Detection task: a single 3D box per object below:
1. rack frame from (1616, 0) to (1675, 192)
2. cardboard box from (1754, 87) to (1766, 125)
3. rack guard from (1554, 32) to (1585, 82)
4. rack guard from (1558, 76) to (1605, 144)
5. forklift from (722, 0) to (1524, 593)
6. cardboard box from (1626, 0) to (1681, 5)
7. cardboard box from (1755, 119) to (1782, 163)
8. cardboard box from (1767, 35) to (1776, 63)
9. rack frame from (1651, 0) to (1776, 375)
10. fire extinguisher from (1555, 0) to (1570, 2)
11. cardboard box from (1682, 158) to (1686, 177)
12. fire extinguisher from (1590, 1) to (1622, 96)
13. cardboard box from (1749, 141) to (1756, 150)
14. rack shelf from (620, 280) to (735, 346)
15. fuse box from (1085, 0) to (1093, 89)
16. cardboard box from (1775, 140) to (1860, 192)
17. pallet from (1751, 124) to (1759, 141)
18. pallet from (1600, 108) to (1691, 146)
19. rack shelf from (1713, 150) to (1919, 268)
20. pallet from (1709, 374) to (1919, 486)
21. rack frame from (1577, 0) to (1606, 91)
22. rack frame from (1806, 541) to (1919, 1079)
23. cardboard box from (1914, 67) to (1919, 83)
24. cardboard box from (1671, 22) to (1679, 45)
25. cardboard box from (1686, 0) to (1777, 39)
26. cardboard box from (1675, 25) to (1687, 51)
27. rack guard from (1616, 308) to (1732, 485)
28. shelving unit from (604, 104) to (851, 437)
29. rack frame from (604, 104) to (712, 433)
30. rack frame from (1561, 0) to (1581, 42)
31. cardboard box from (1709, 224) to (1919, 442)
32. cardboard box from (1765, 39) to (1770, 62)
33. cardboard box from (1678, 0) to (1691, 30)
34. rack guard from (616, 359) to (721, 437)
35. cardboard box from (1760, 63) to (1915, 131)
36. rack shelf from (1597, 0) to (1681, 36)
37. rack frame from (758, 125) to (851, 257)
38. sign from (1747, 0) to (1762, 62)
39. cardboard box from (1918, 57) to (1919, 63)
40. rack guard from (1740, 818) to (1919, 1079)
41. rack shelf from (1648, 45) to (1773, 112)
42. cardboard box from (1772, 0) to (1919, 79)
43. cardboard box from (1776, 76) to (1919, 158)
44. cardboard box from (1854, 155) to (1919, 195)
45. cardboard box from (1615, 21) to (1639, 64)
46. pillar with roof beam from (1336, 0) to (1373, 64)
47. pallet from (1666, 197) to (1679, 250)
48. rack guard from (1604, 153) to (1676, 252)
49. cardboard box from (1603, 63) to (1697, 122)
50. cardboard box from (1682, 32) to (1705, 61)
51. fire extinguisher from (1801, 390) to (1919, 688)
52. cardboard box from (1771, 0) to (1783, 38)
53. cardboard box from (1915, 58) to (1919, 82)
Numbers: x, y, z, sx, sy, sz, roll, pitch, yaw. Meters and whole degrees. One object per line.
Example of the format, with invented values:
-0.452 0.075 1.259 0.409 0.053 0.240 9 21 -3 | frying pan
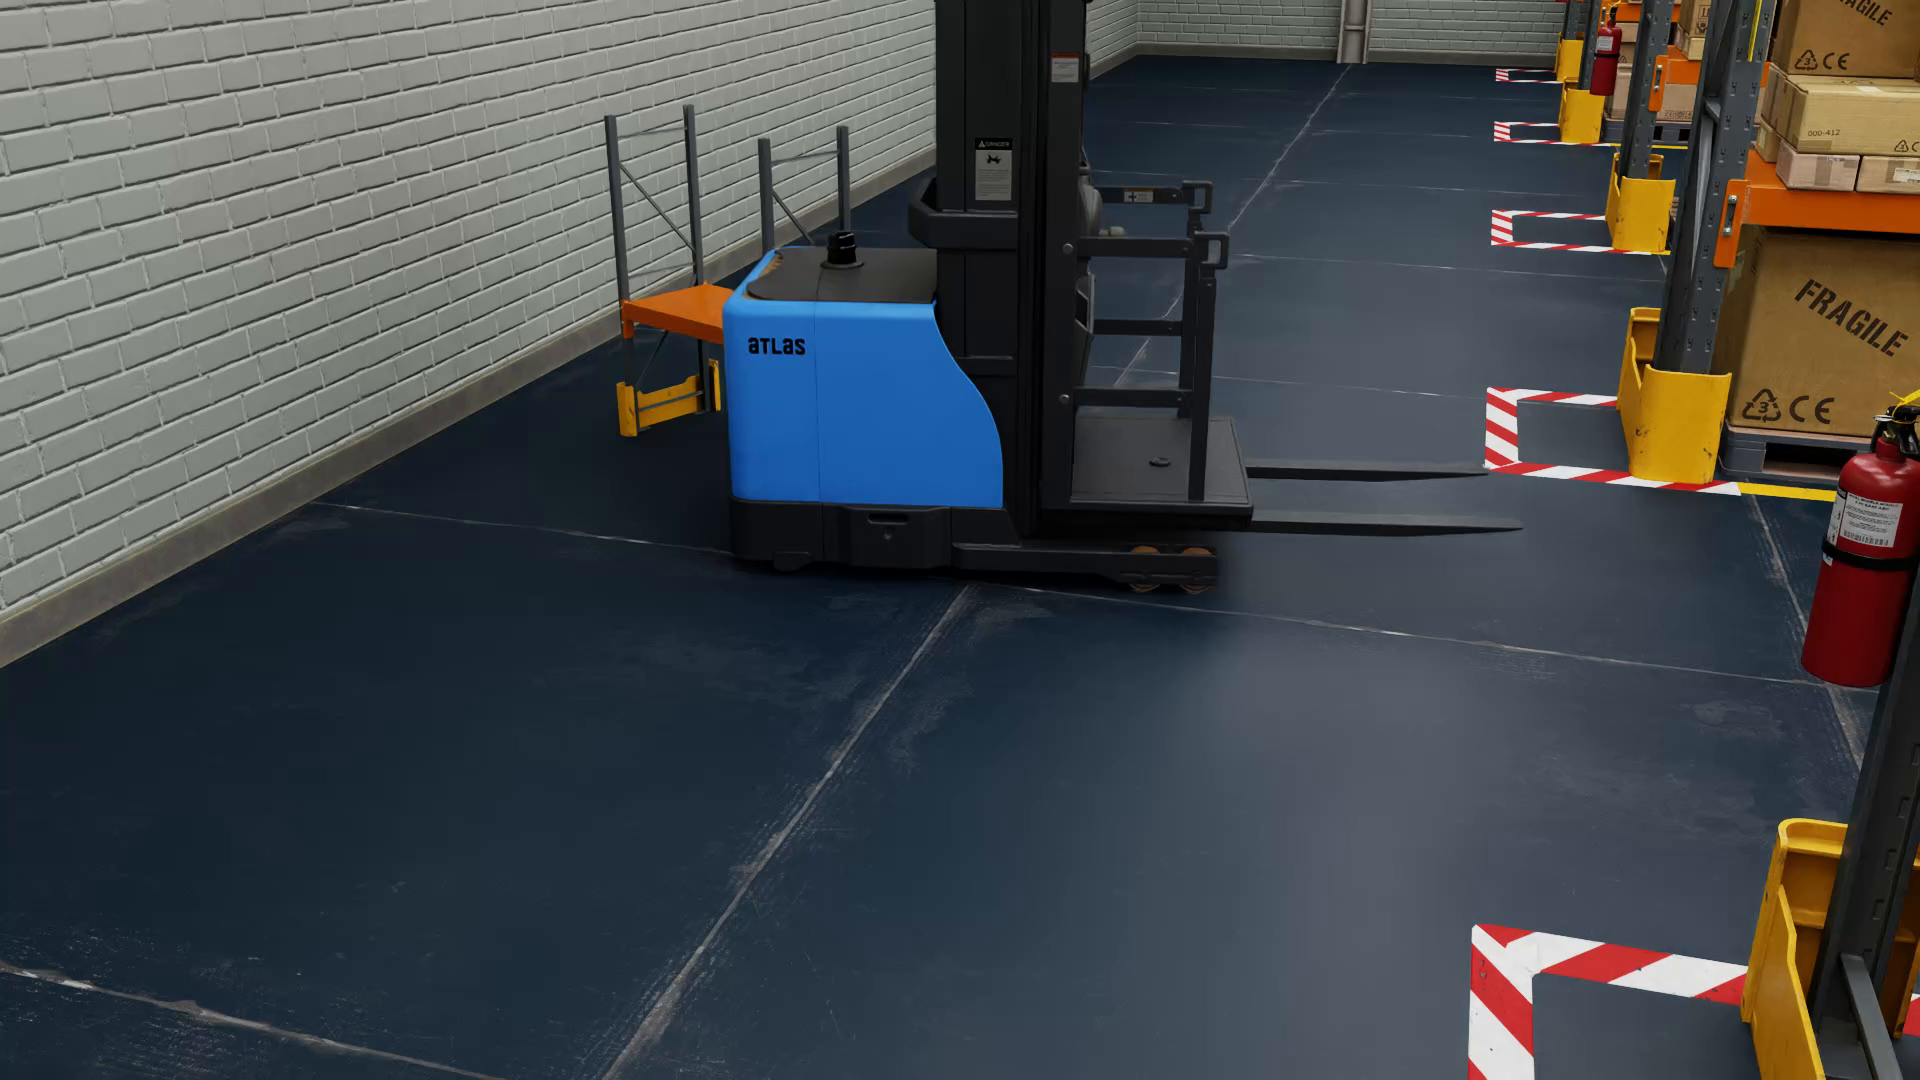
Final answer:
4.887 -3.645 11.702 0.127 3.000 1.000 7 23 16 | rack frame
7.760 -4.330 16.195 0.875 0.438 0.875 7 23 17 | cardboard box
7.723 -6.093 20.966 0.348 0.500 1.175 7 23 16 | rack guard
6.197 -4.300 16.595 0.348 0.500 1.175 7 23 16 | rack guard
0.653 -1.368 6.242 3.031 2.935 1.130 2 22 4 | forklift
6.597 -5.343 15.712 0.500 0.500 0.500 6 23 15 | cardboard box
3.794 -1.818 7.580 0.250 0.149 0.380 7 23 17 | cardboard box
5.600 -3.312 11.222 0.250 0.149 0.380 6 23 14 | cardboard box
3.358 -1.853 7.336 0.127 3.000 1.000 7 23 16 | rack frame
7.376 -6.898 20.227 0.183 0.674 0.296 7 23 16 | fire extinguisher
5.475 -2.703 12.219 0.250 0.149 0.380 6 23 14 | cardboard box
4.779 -3.631 12.264 0.183 0.674 0.296 7 23 16 | fire extinguisher
5.691 -2.781 12.016 0.250 0.149 0.380 7 23 17 | cardboard box
-1.039 -0.985 7.669 1.000 0.185 0.538 18 29 38 | rack shelf
1.562 -6.215 19.666 0.414 1.711 0.539 7 23 16 | fuse box
3.602 -1.578 6.997 0.250 0.149 0.380 7 23 16 | cardboard box
8.173 -3.970 16.171 1.213 0.211 1.003 7 23 16 | pallet
7.009 -4.105 16.499 1.213 0.211 1.003 7 23 16 | pallet
5.273 -1.301 6.938 4.000 0.370 1.077 7 23 16 | rack shelf
4.146 -0.504 7.721 1.213 0.211 1.003 7 23 16 | pallet
6.220 -5.454 16.114 0.127 3.000 1.000 7 23 16 | rack frame
1.927 -0.054 2.949 0.127 3.000 1.000 7 23 16 | rack frame
4.384 -1.909 7.278 0.500 0.250 0.500 6 23 15 | cardboard box
9.016 -6.086 20.396 0.500 0.500 0.700 8 23 18 | cardboard box
5.237 -3.679 11.262 0.500 0.500 0.500 8 24 18 | cardboard box
5.281 -3.595 11.913 0.250 0.149 0.380 7 23 16 | cardboard box
3.335 -0.700 7.817 0.348 0.500 1.175 7 23 16 | rack guard
-1.046 -1.154 7.606 1.083 1.500 0.587 18 29 38 | shelving unit
-1.422 -1.279 7.911 0.032 1.500 0.500 18 29 38 | rack frame
7.651 -7.258 20.511 0.127 3.000 1.000 7 23 16 | rack frame
3.994 -1.024 7.559 0.875 0.875 0.875 7 23 16 | cardboard box
5.358 -3.361 11.342 0.250 0.149 0.380 7 23 17 | cardboard box
5.392 -3.873 11.735 0.500 0.500 0.500 7 23 17 | cardboard box
-1.421 -0.700 8.147 0.087 0.250 0.587 18 29 38 | rack guard
3.898 -1.965 7.414 0.500 0.250 0.500 6 23 15 | cardboard box
8.135 -4.902 15.716 4.000 0.370 1.077 7 23 16 | rack shelf
-0.657 -1.024 7.291 0.032 1.500 0.500 18 29 38 | rack frame
3.192 -2.090 6.667 0.005 0.325 0.100 7 23 16 | sign
6.369 -3.257 11.089 0.250 0.149 0.380 6 23 14 | cardboard box
1.900 1.105 3.418 0.348 0.500 1.175 7 23 16 | rack guard
6.802 -3.092 11.304 4.000 0.370 1.077 7 23 16 | rack shelf
3.900 -2.311 7.268 0.500 0.500 0.500 7 23 16 | cardboard box
3.739 -1.771 6.941 0.500 0.250 0.500 6 23 14 | cardboard box
3.848 -1.551 6.929 0.250 0.149 0.380 6 23 15 | cardboard box
8.209 -6.196 20.658 0.637 0.503 0.797 6 23 13 | cardboard box
4.086 -9.092 17.079 0.400 9.000 9.100 7 23 16 | pillar with roof beam
5.728 -2.244 11.963 1.213 0.211 1.003 7 23 16 | pallet
4.960 -2.480 12.156 0.348 0.500 1.175 7 23 16 | rack guard
6.881 -4.427 16.433 0.875 0.438 0.875 6 23 14 | cardboard box
5.103 -3.374 11.373 0.250 0.149 0.380 6 23 15 | cardboard box
1.914 -0.027 3.477 0.183 0.674 0.296 7 23 16 | fire extinguisher
5.757 -3.629 11.142 0.500 0.500 0.500 7 23 16 | cardboard box
4.218 -2.063 6.665 0.500 0.500 0.500 6 23 14 | cardboard box
